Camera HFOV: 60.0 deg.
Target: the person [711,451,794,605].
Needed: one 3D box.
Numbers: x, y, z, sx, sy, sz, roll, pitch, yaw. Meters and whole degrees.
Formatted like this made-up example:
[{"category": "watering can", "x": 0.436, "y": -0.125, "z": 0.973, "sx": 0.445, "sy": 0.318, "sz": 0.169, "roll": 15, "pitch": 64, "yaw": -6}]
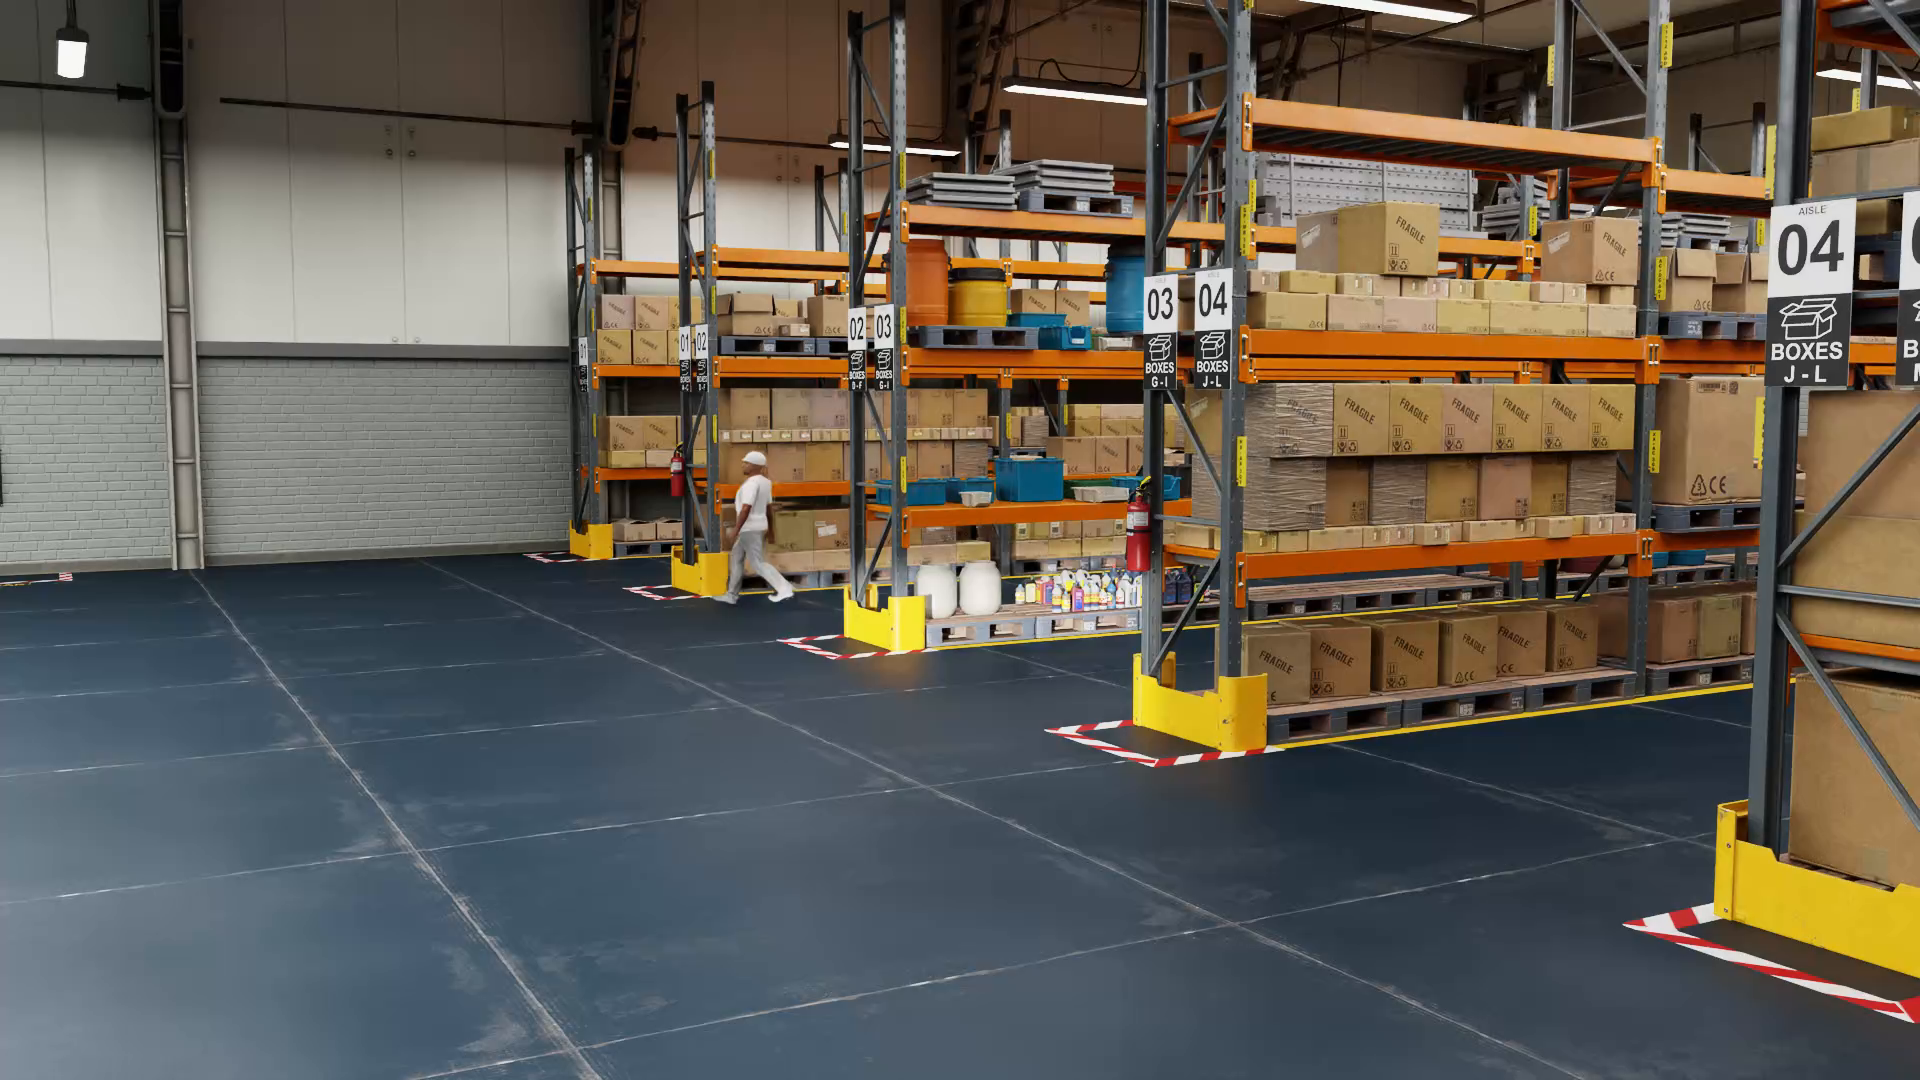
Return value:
[{"category": "person", "x": -2.331, "y": -0.123, "z": 18.559, "sx": 1.014, "sy": 1.731, "sz": 0.600, "roll": 1, "pitch": 5, "yaw": 9}]
